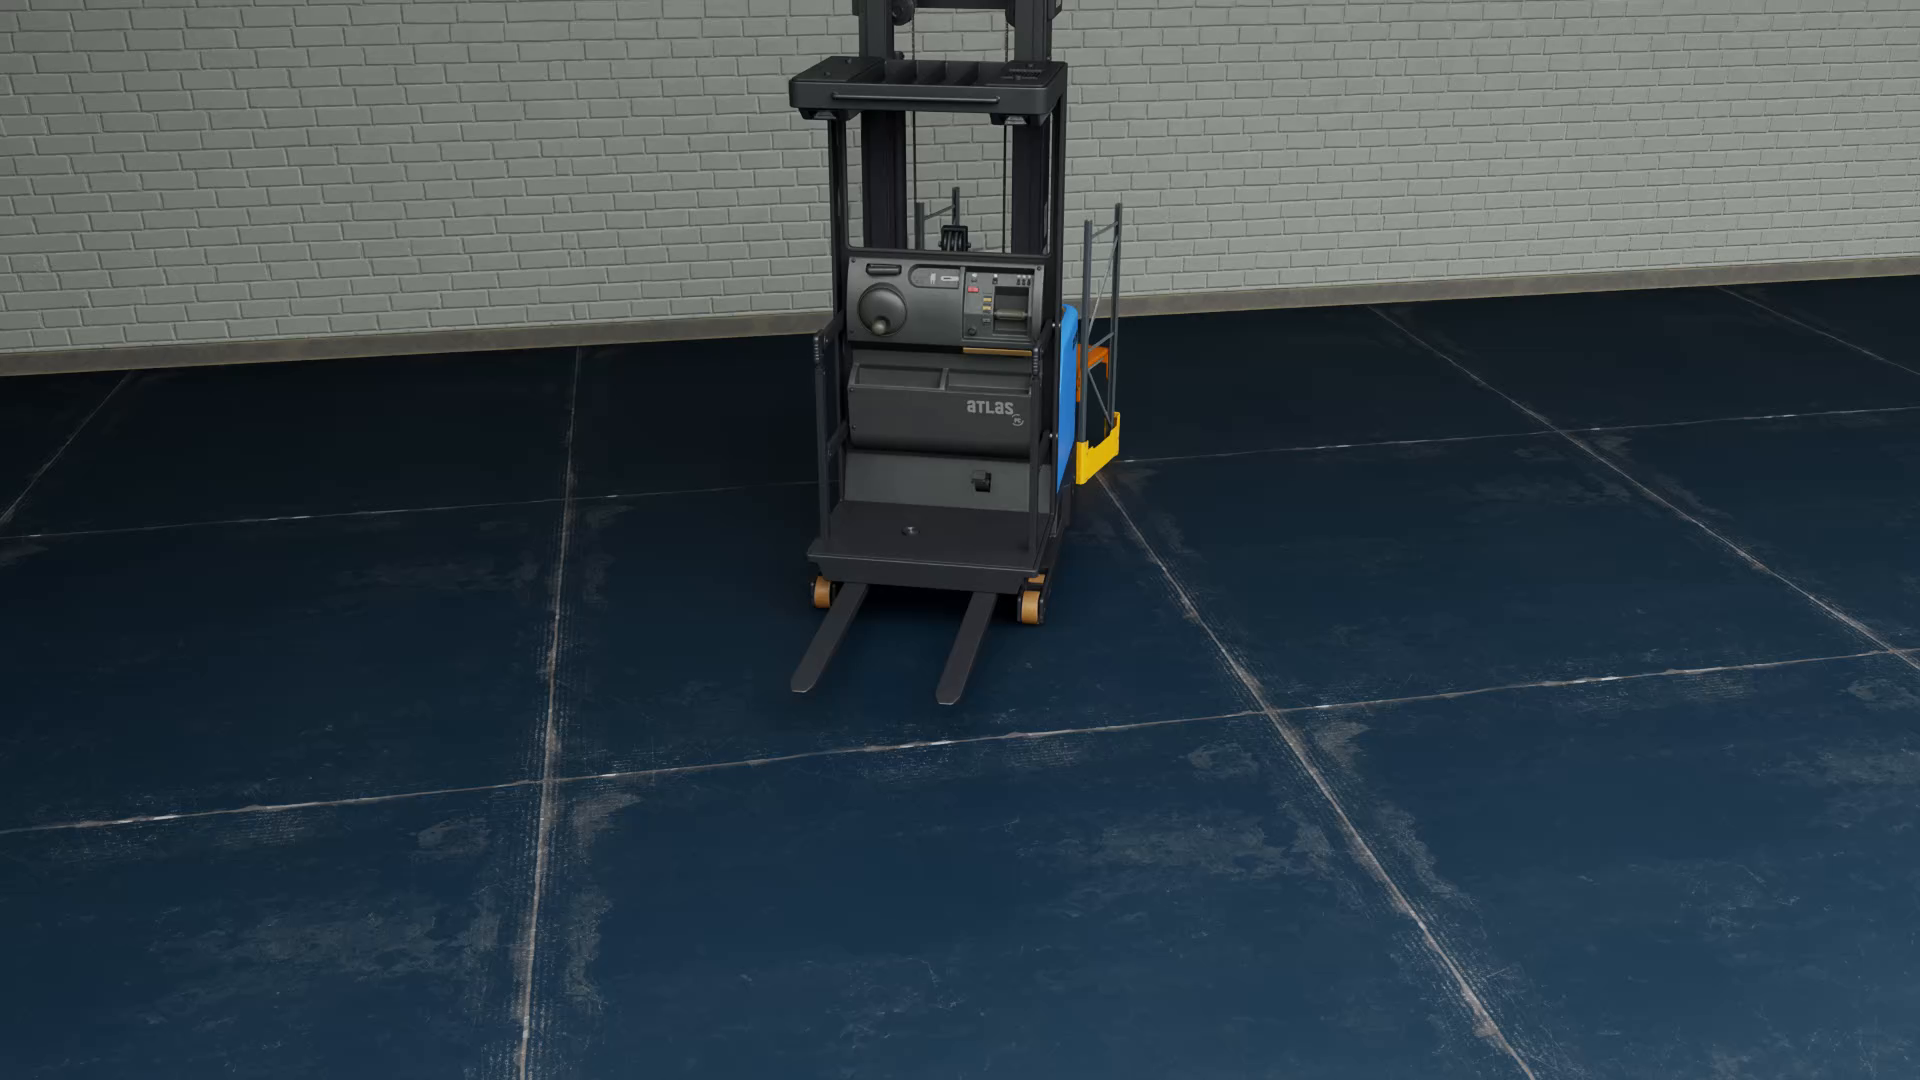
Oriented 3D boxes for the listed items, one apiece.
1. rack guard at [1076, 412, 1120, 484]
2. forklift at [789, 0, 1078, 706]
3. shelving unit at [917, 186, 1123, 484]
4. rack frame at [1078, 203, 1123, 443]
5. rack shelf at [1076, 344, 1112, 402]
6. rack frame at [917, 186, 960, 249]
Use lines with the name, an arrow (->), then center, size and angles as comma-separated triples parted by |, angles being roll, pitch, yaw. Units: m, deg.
rack guard -> 0.789, -0.542, 9.678 | 0.087, 0.250, 0.587 | 11, 26, 24
forklift -> -0.105, -1.098, 7.601 | 1.130, 2.935, 3.031 | 4, 24, 9
shelving unit -> 0.341, -1.202, 9.628 | 1.083, 1.500, 0.587 | 11, 26, 24
rack frame -> 0.790, -1.114, 9.428 | 0.032, 1.500, 0.500 | 11, 26, 24
rack shelf -> 0.333, -1.039, 9.704 | 1.000, 0.185, 0.538 | 11, 26, 24
rack frame -> -0.124, -1.293, 9.836 | 0.032, 1.500, 0.500 | 11, 26, 24
